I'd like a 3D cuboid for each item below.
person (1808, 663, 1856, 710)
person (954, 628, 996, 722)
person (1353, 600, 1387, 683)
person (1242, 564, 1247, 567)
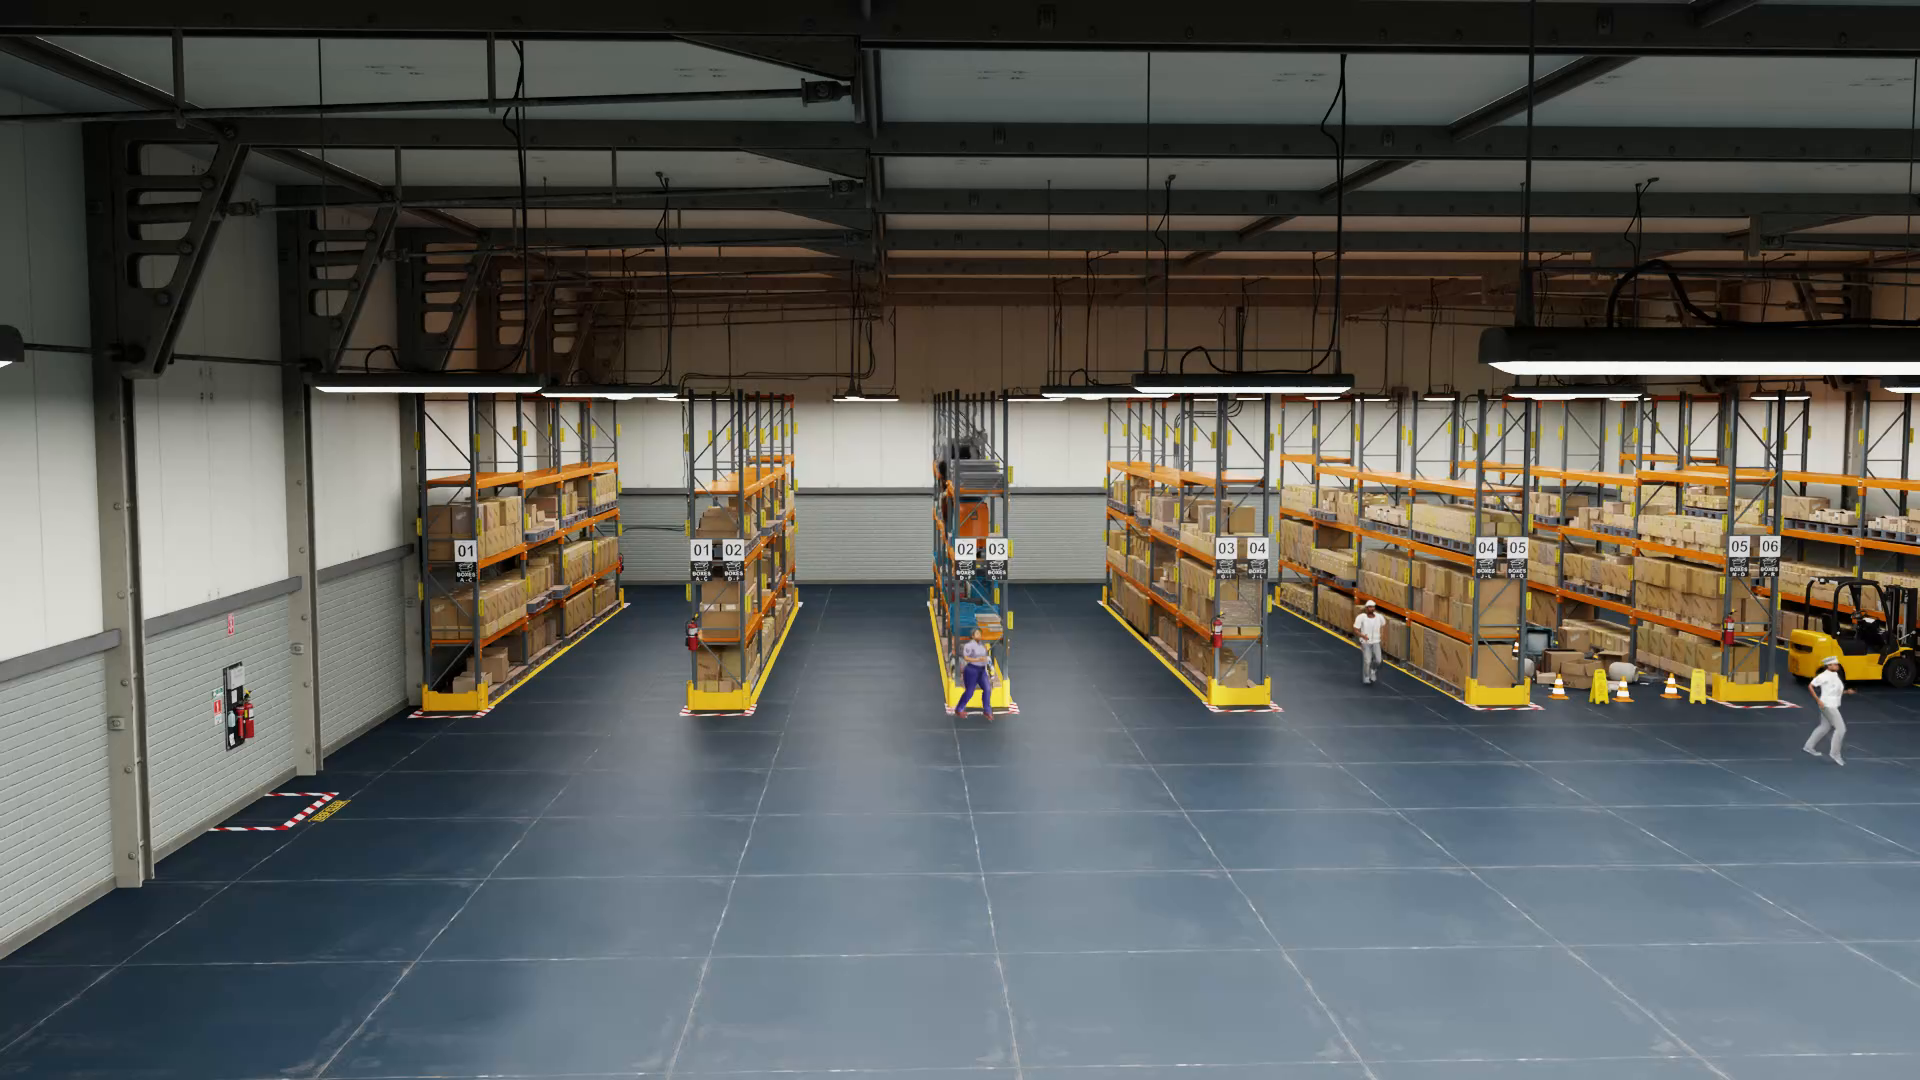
[{"bbox_3d":[13.966,2.288,26.565,0.641,0.825,0.548,4,6,41],"label":"person"},{"bbox_3d":[6.878,2.145,33.730,6.594,1.690,14.524,4,6,38],"label":"person"},{"bbox_3d":[8.394,2.088,33.898,0.746,1.724,0.593,0,5,-4],"label":"person"},{"bbox_3d":[-1.048,0.374,44.959,18.616,3.455,4.213,0,5,-2],"label":"person"}]
